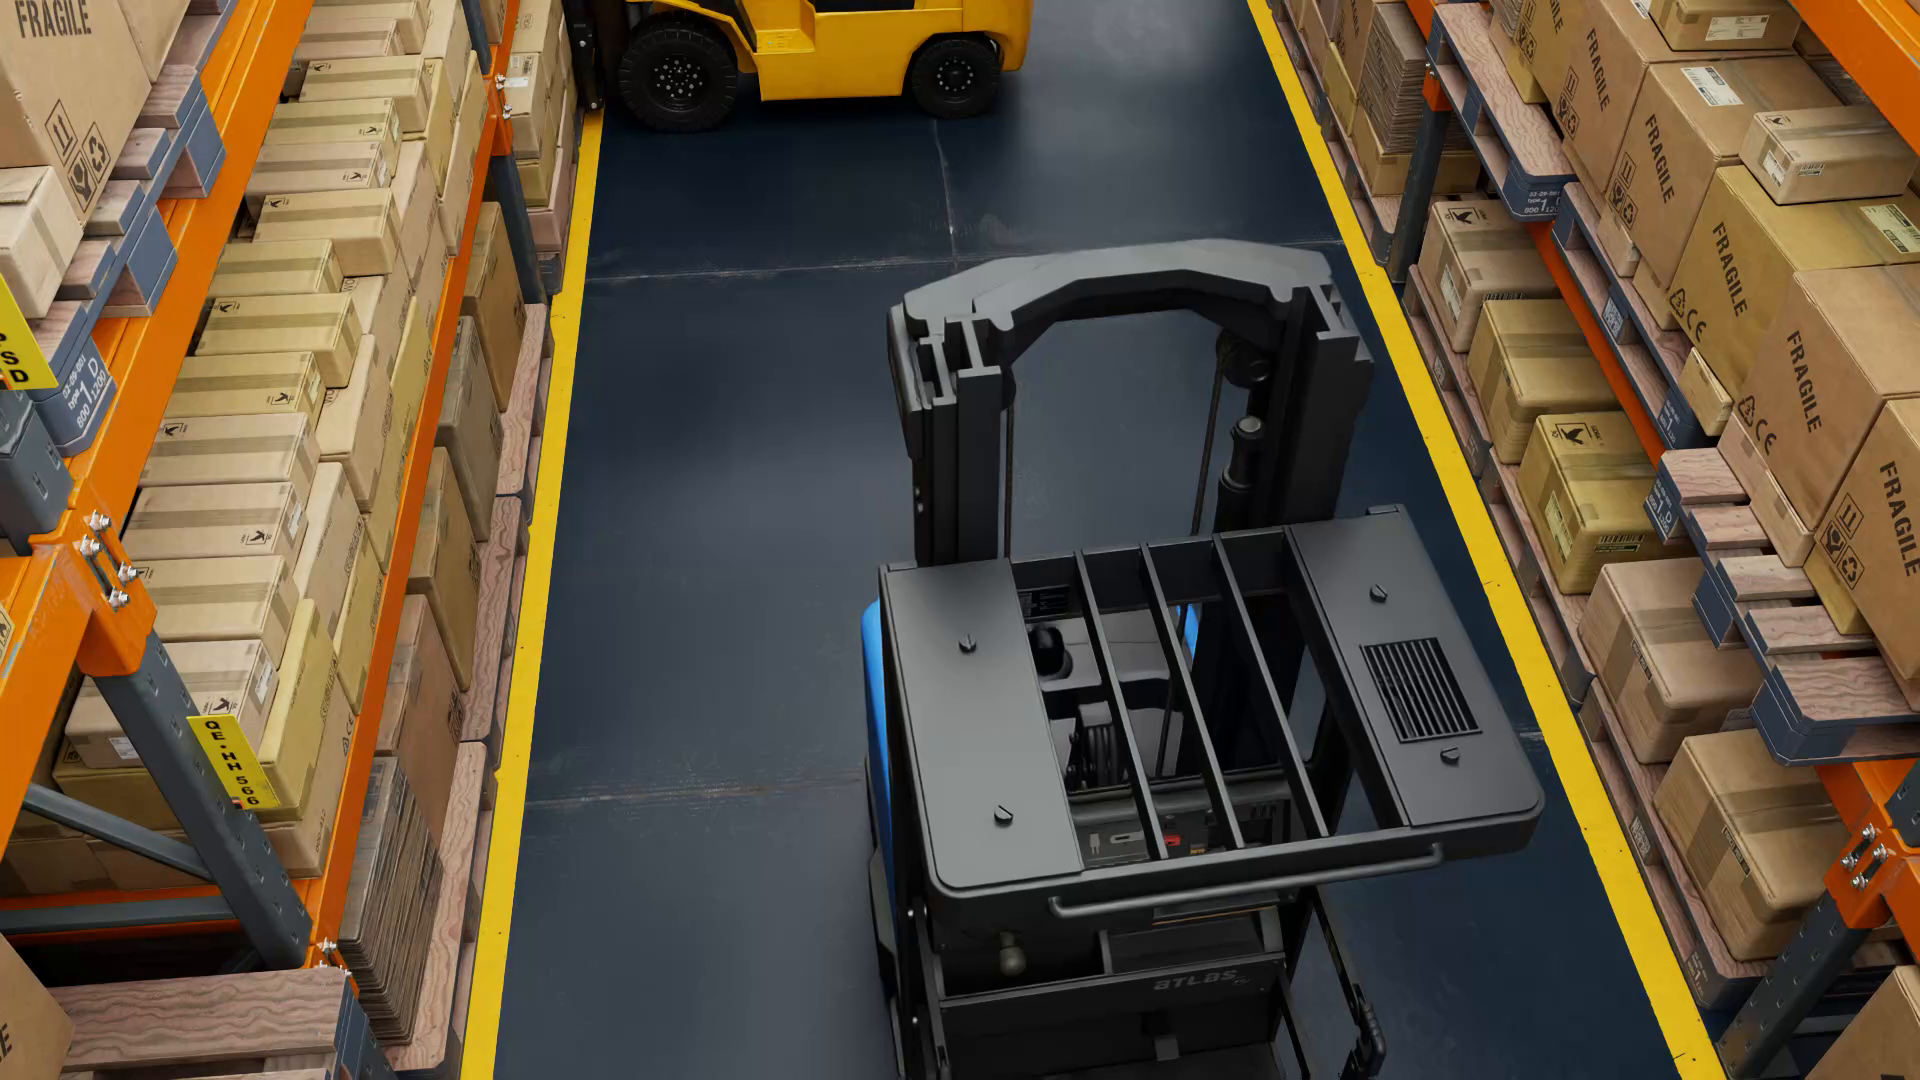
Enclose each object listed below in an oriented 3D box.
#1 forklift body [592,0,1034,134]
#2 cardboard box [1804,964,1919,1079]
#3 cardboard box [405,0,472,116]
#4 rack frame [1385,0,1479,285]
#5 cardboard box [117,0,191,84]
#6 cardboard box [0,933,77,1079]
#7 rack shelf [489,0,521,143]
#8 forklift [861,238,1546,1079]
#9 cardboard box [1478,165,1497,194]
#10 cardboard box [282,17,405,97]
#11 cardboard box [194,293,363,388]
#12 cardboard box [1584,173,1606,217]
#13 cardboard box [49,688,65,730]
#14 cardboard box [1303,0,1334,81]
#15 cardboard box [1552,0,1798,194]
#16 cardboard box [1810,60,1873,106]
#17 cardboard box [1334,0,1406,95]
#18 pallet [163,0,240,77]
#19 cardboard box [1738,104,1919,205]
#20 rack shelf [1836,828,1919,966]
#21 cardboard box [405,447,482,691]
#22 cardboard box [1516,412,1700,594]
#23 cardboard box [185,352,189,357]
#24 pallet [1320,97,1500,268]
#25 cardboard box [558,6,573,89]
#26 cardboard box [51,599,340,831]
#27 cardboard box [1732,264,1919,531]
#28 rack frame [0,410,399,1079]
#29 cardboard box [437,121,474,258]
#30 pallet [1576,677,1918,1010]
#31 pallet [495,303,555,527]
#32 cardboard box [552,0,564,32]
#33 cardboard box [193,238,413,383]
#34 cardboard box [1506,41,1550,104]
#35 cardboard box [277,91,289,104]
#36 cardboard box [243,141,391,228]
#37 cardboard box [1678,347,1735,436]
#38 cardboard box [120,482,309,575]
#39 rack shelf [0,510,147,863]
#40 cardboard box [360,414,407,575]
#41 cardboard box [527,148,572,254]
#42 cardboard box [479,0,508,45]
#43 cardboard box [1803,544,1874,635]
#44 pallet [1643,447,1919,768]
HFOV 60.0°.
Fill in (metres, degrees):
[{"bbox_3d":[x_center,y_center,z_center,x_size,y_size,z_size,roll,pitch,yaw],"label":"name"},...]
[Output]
[{"bbox_3d":[-0.760,-3.354,8.446,2.313,2.155,1.214,-3,47,-3],"label":"forklift body"},{"bbox_3d":[2.854,1.667,4.279,0.875,0.875,0.875,-4,47,-4],"label":"cardboard box"},{"bbox_3d":[-2.106,-1.794,6.142,0.500,0.250,0.500,-4,47,-4],"label":"cardboard box"},{"bbox_3d":[2.544,-2.318,6.879,1.000,3.000,0.127,-3,47,-3],"label":"rack frame"},{"bbox_3d":[-2.026,-1.262,3.386,0.700,0.500,0.500,-4,47,-4],"label":"cardboard box"},{"bbox_3d":[-2.179,1.084,3.300,0.500,0.500,0.500,-2,47,-1],"label":"cardboard box"},{"bbox_3d":[-2.569,-3.213,8.222,1.077,0.370,4.000,-3,47,-3],"label":"rack shelf"},{"bbox_3d":[0.420,0.911,3.868,1.130,2.935,3.031,-7,47,-6],"label":"forklift"},{"bbox_3d":[2.764,-1.960,8.145,0.500,0.250,0.500,-5,47,-5],"label":"cardboard box"},{"bbox_3d":[-2.144,-1.671,5.751,0.380,0.149,0.250,-4,47,-3],"label":"cardboard box"},{"bbox_3d":[-1.918,-0.558,4.697,0.380,0.149,0.250,-3,47,-2],"label":"cardboard box"},{"bbox_3d":[2.386,-1.207,5.711,0.380,0.149,0.250,-3,47,-3],"label":"cardboard box"},{"bbox_3d":[-2.296,0.400,3.789,0.380,0.149,0.250,-2,47,-2],"label":"cardboard box"},{"bbox_3d":[2.134,-2.681,8.828,0.500,0.250,0.500,-3,47,-3],"label":"cardboard box"},{"bbox_3d":[2.368,-1.521,5.562,0.500,0.500,0.500,-4,47,-4],"label":"cardboard box"},{"bbox_3d":[2.936,-1.167,5.226,0.500,0.500,0.500,-5,47,-5],"label":"cardboard box"},{"bbox_3d":[2.183,-2.554,8.191,0.500,0.500,0.500,-3,47,-3],"label":"cardboard box"},{"bbox_3d":[-2.309,-1.380,4.055,1.003,0.211,1.213,-2,47,-1],"label":"pallet"},{"bbox_3d":[2.461,-1.094,4.711,0.380,0.149,0.250,-6,47,-5],"label":"cardboard box"},{"bbox_3d":[3.047,2.271,3.029,1.077,0.370,4.000,-3,47,-3],"label":"rack shelf"},{"bbox_3d":[-2.225,0.141,5.896,0.875,0.625,0.625,-5,47,-5],"label":"cardboard box"},{"bbox_3d":[2.714,-0.156,6.353,0.950,0.372,0.625,-2,47,-2],"label":"cardboard box"},{"bbox_3d":[-2.465,-0.280,4.708,0.500,0.250,0.500,-4,47,-4],"label":"cardboard box"},{"bbox_3d":[2.453,-1.843,8.350,1.003,0.211,1.213,-3,47,-3],"label":"pallet"},{"bbox_3d":[-2.209,-2.482,8.295,0.500,0.250,0.500,-4,47,-4],"label":"cardboard box"},{"bbox_3d":[-1.836,0.423,4.042,0.500,0.250,0.500,-4,47,-3],"label":"cardboard box"},{"bbox_3d":[2.510,-0.390,4.491,0.500,0.500,0.500,-4,47,-4],"label":"cardboard box"},{"bbox_3d":[-2.067,0.881,3.850,1.000,3.000,0.127,-3,47,-3],"label":"rack frame"},{"bbox_3d":[-2.051,-1.250,5.971,0.500,0.250,0.500,-4,47,-4],"label":"cardboard box"},{"bbox_3d":[2.815,0.970,5.686,1.003,0.211,1.213,-3,47,-3],"label":"pallet"},{"bbox_3d":[-2.301,-0.524,7.101,1.003,0.211,1.213,-3,47,-3],"label":"pallet"},{"bbox_3d":[-2.215,-2.655,8.114,0.500,0.250,0.500,-2,47,-2],"label":"cardboard box"},{"bbox_3d":[-1.995,-0.686,5.092,0.500,0.250,0.500,-3,47,-3],"label":"cardboard box"},{"bbox_3d":[2.288,-1.775,6.249,0.380,0.149,0.250,-3,47,-2],"label":"cardboard box"},{"bbox_3d":[-2.583,-1.387,5.756,0.500,0.250,0.500,-4,47,-4],"label":"cardboard box"},{"bbox_3d":[-2.015,-1.114,5.224,0.380,0.149,0.250,-3,47,-3],"label":"cardboard box"},{"bbox_3d":[2.407,-0.455,4.998,0.380,0.149,0.250,-3,47,-3],"label":"cardboard box"},{"bbox_3d":[-1.871,-0.003,4.171,0.380,0.149,0.250,-2,47,-2],"label":"cardboard box"},{"bbox_3d":[-1.899,1.544,1.652,1.077,0.370,4.000,-3,47,-3],"label":"rack shelf"},{"bbox_3d":[-1.948,-0.140,4.920,0.500,0.250,0.500,-5,47,-5],"label":"cardboard box"},{"bbox_3d":[-2.112,-1.582,7.787,0.500,0.250,0.500,-3,47,-3],"label":"cardboard box"},{"bbox_3d":[-2.179,-2.385,6.874,0.500,0.500,0.500,-5,47,-4],"label":"cardboard box"},{"bbox_3d":[2.523,0.106,4.468,0.380,0.149,0.250,-3,47,-3],"label":"cardboard box"},{"bbox_3d":[2.713,0.133,4.690,1.213,0.211,1.003,-3,47,-3],"label":"pallet"}]
